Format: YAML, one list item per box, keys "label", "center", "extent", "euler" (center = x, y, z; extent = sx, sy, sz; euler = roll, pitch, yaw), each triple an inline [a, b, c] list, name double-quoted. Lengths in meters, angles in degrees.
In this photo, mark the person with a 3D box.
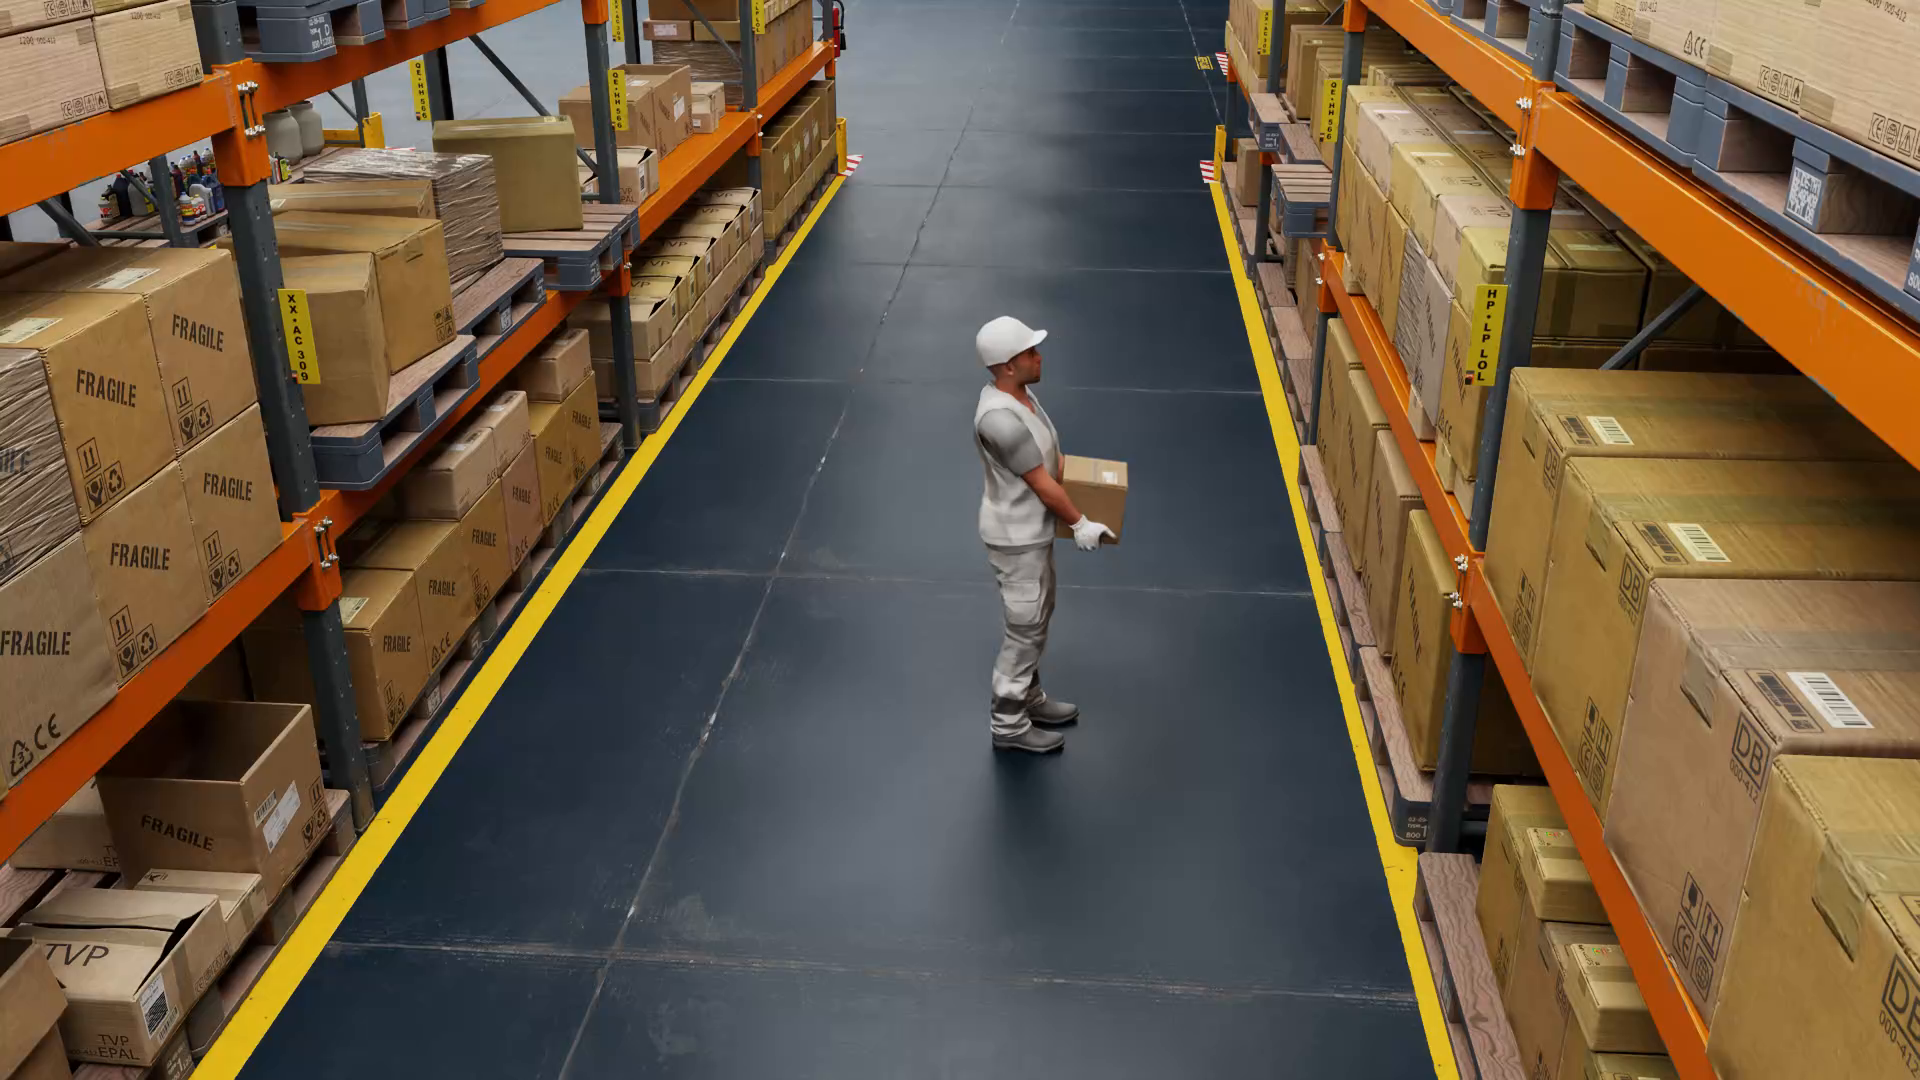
- label: "person"
  center: [0.348, -0.034, 6.643]
  extent: [0.538, 1.793, 0.536]
  euler: [0, 24, 0]
